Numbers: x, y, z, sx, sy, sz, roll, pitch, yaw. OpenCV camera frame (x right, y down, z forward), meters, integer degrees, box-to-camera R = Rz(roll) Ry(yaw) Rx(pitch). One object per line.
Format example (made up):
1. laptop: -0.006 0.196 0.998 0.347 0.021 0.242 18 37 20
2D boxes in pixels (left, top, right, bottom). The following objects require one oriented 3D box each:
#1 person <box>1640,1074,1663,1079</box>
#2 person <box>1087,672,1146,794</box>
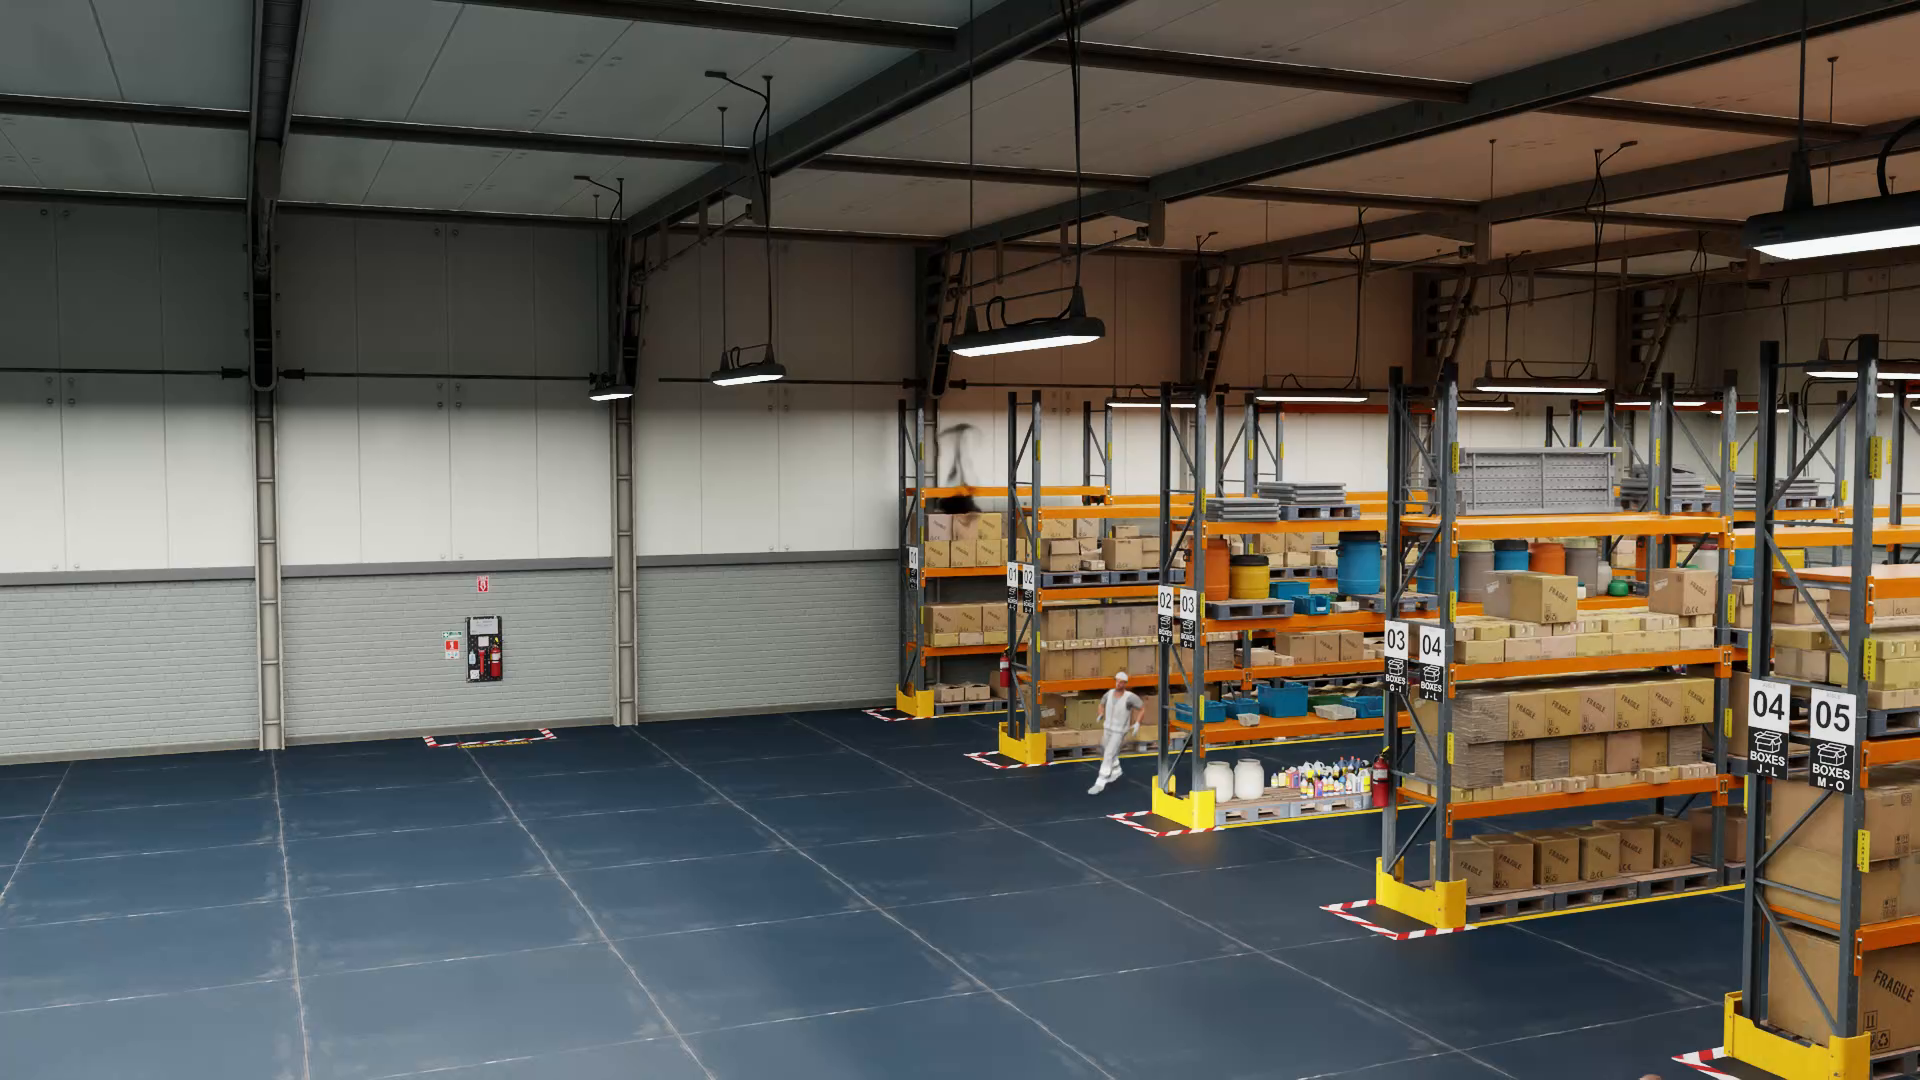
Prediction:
1. person: 3.960 3.798 9.632 0.693 1.692 1.007 1 3 13
2. person: 2.294 2.825 24.553 0.725 1.772 0.966 3 4 41
